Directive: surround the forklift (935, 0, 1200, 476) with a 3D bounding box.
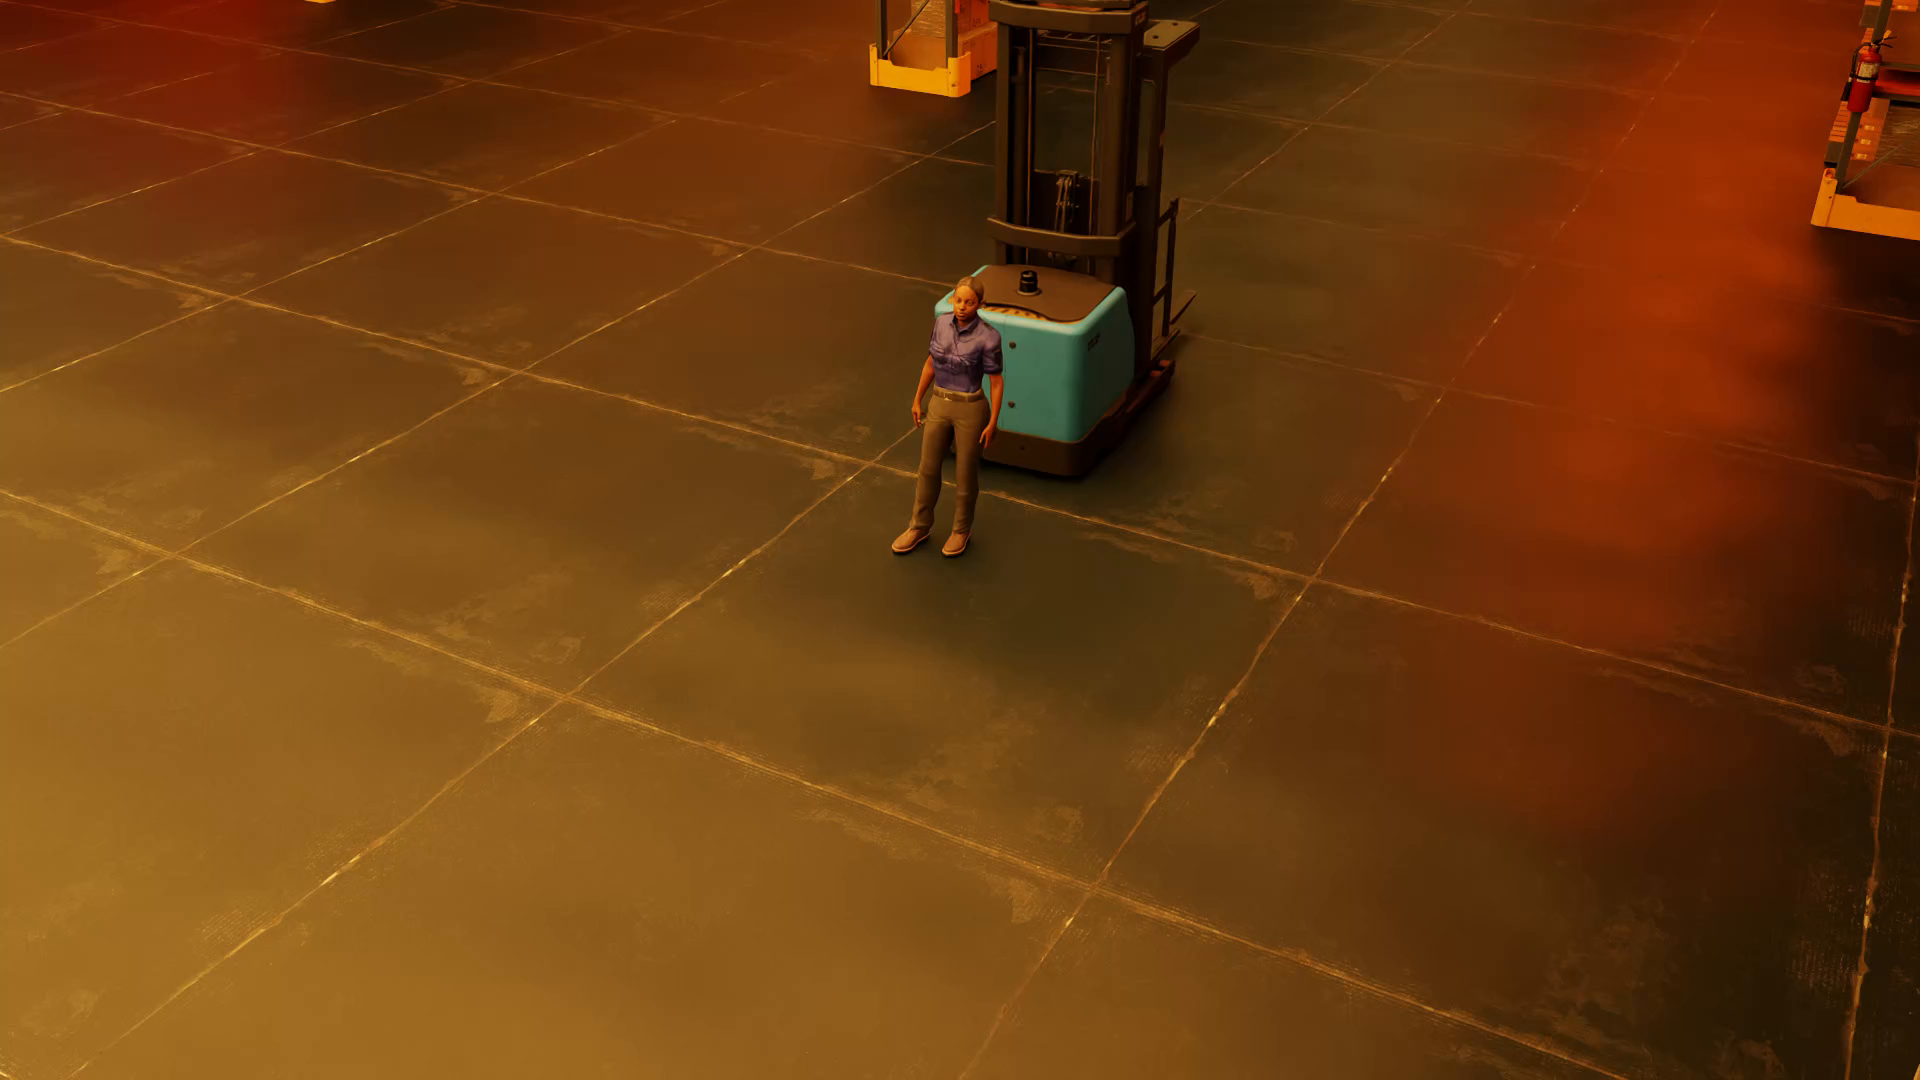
[{"bbox_3d":[0.897,-2.389,11.211,1.130,2.935,3.031,13,32,21],"label":"forklift"}]

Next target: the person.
[{"bbox_3d":[-0.060,-0.689,9.527,0.569,1.656,0.503,15,33,25],"label":"person"}]
